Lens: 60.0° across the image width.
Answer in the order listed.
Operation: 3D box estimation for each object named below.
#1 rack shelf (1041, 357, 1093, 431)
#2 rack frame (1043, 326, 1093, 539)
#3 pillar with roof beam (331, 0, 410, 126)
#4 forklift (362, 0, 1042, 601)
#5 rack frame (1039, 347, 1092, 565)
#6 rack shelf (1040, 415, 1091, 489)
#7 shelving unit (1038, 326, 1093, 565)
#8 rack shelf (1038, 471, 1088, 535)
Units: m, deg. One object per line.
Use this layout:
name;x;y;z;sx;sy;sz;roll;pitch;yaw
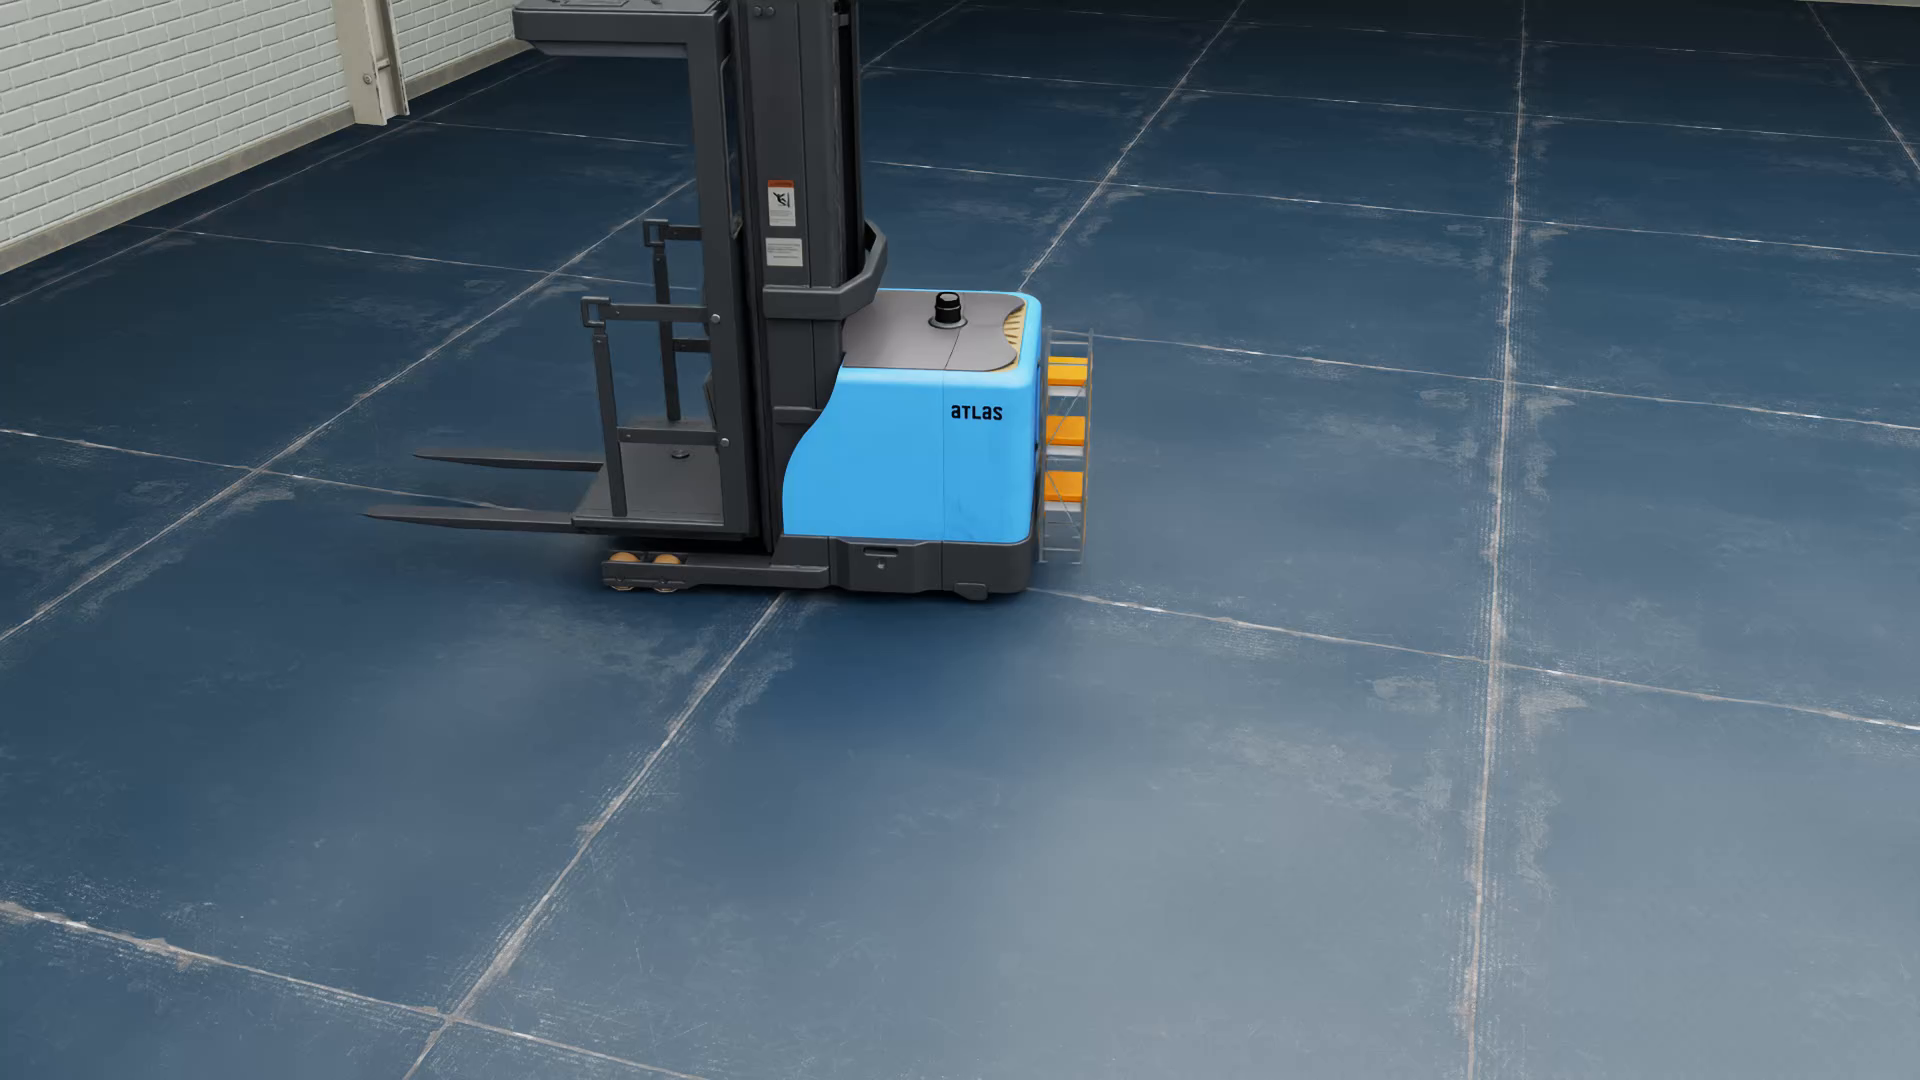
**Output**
rack shelf;0.469;-0.651;7.277;0.215;0.259;0.240;3;29;4
rack frame;0.479;-0.471;7.516;0.200;1.050;0.008;3;29;4
pillar with roof beam;-0.842;-6.932;10.955;9.100;9.000;0.400;8;30;15
forklift;-1.164;-1.301;7.073;3.031;2.935;1.130;2;29;4
rack frame;0.458;-0.353;7.304;0.200;1.050;0.008;3;29;4
rack shelf;0.469;-0.403;7.415;0.215;0.259;0.240;3;29;4
shelving unit;0.469;-0.412;7.410;0.215;1.050;0.252;3;29;4
rack shelf;0.468;-0.160;7.550;0.215;0.259;0.240;3;29;4
